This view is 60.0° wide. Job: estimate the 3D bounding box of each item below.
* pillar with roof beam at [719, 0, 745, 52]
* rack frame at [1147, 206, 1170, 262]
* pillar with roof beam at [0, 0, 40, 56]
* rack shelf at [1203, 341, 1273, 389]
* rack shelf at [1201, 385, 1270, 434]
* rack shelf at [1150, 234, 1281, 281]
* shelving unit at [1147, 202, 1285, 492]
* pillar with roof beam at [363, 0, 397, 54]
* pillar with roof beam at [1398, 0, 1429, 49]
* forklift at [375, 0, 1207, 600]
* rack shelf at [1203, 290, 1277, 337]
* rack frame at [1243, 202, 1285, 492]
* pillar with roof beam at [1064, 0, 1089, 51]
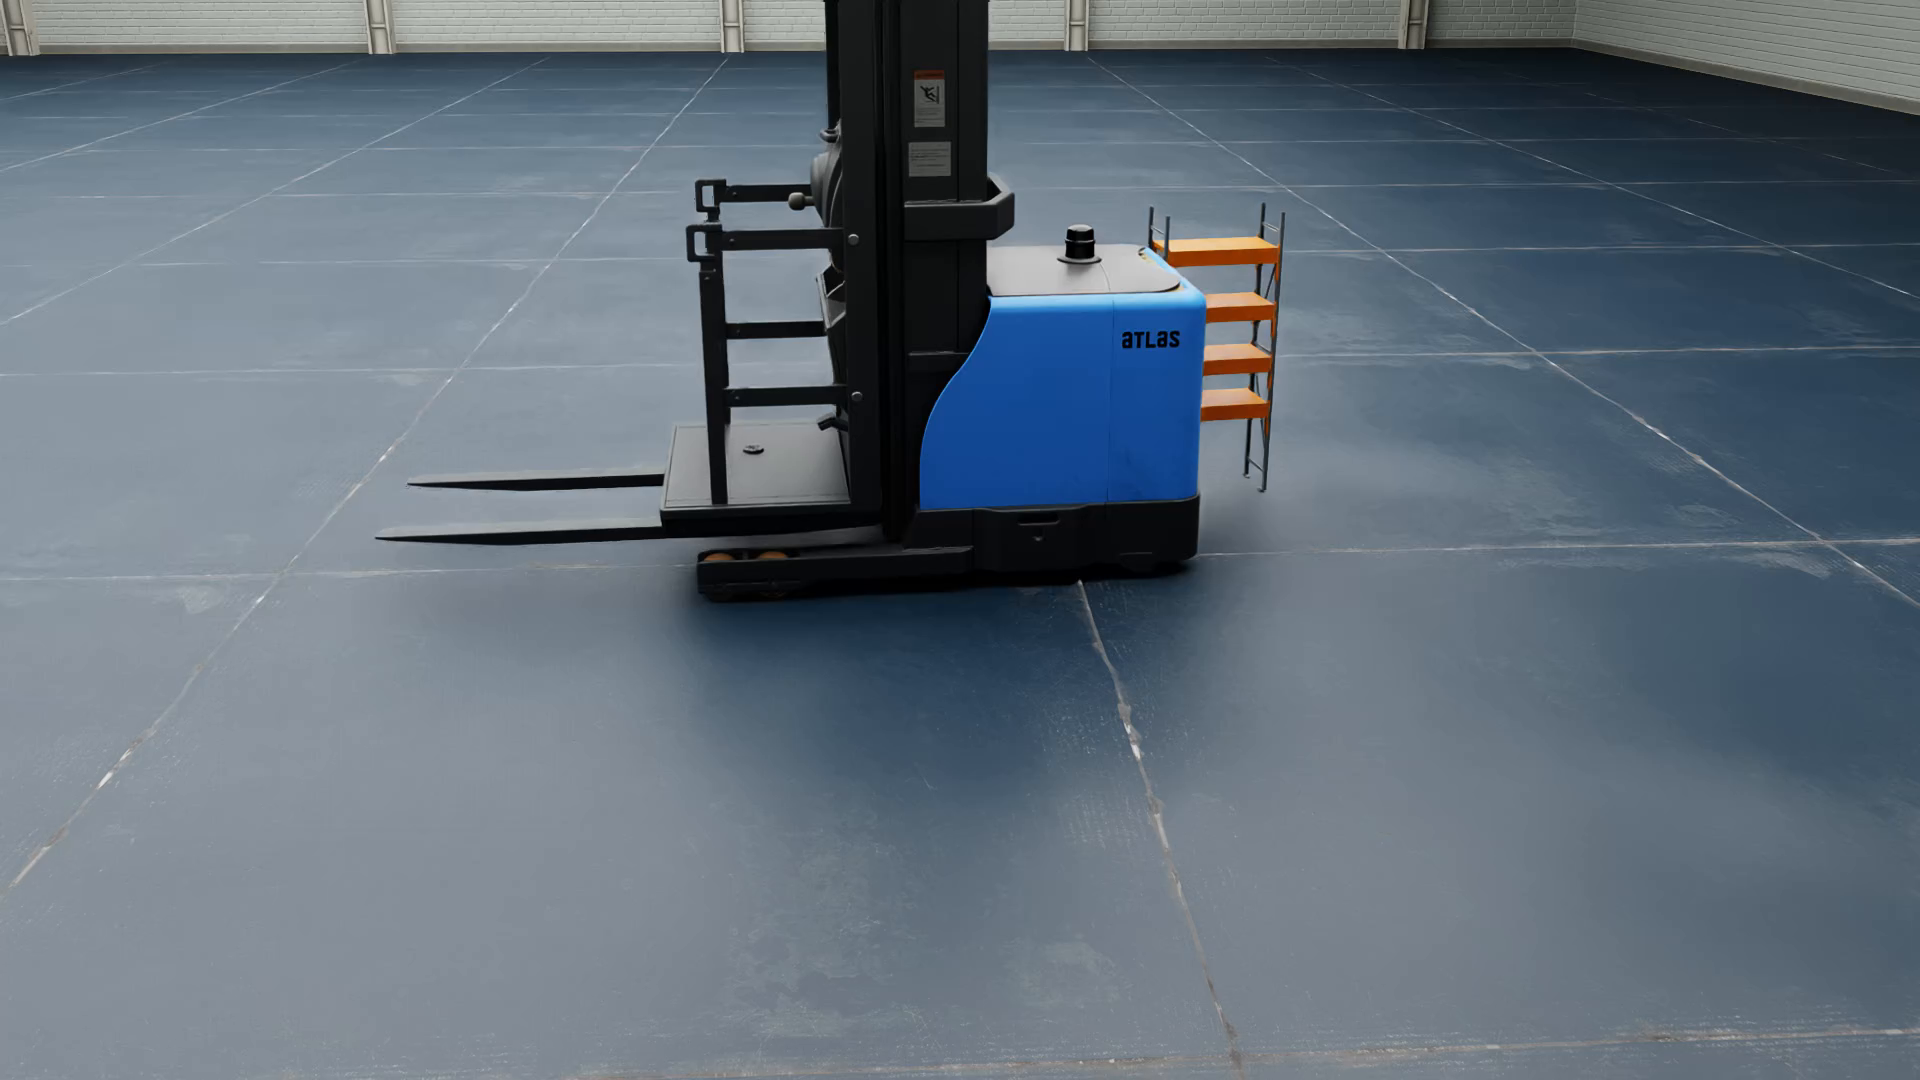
[{"bbox_3d":[-3.704,-11.186,23.356,0.400,9.000,9.100,-1,21,-3],"label":"pillar with roof beam"},{"bbox_3d":[0.810,-0.776,6.973,0.015,1.200,0.240,-4,21,-11],"label":"rack frame"},{"bbox_3d":[-15.685,-10.943,22.716,0.400,9.000,9.100,-1,21,-3],"label":"pillar with roof beam"},{"bbox_3d":[1.050,-0.730,7.042,0.480,0.148,0.258,-4,21,-11],"label":"rack shelf"},{"bbox_3d":[1.050,-0.545,7.112,0.480,0.148,0.258,-4,21,-11],"label":"rack shelf"},{"bbox_3d":[1.050,-1.160,6.878,0.480,0.148,0.258,-4,21,-11],"label":"rack shelf"},{"bbox_3d":[1.050,-0.793,7.018,0.503,1.200,0.258,-4,21,-11],"label":"shelving unit"},{"bbox_3d":[-9.694,-11.065,23.036,0.400,9.000,9.100,-1,21,-3],"label":"pillar with roof beam"},{"bbox_3d":[8.276,-11.430,23.996,0.400,9.000,9.100,-1,21,-3],"label":"pillar with roof beam"},{"bbox_3d":[-0.655,-1.350,6.048,3.031,2.935,1.130,-2,21,-6],"label":"forklift"},{"bbox_3d":[1.050,-0.939,6.962,0.480,0.148,0.258,-4,21,-11],"label":"rack shelf"},{"bbox_3d":[1.289,-0.810,7.062,0.015,1.200,0.240,-4,21,-11],"label":"rack frame"},{"bbox_3d":[2.286,-11.308,23.676,0.400,9.000,9.100,-1,21,-3],"label":"pillar with roof beam"}]
